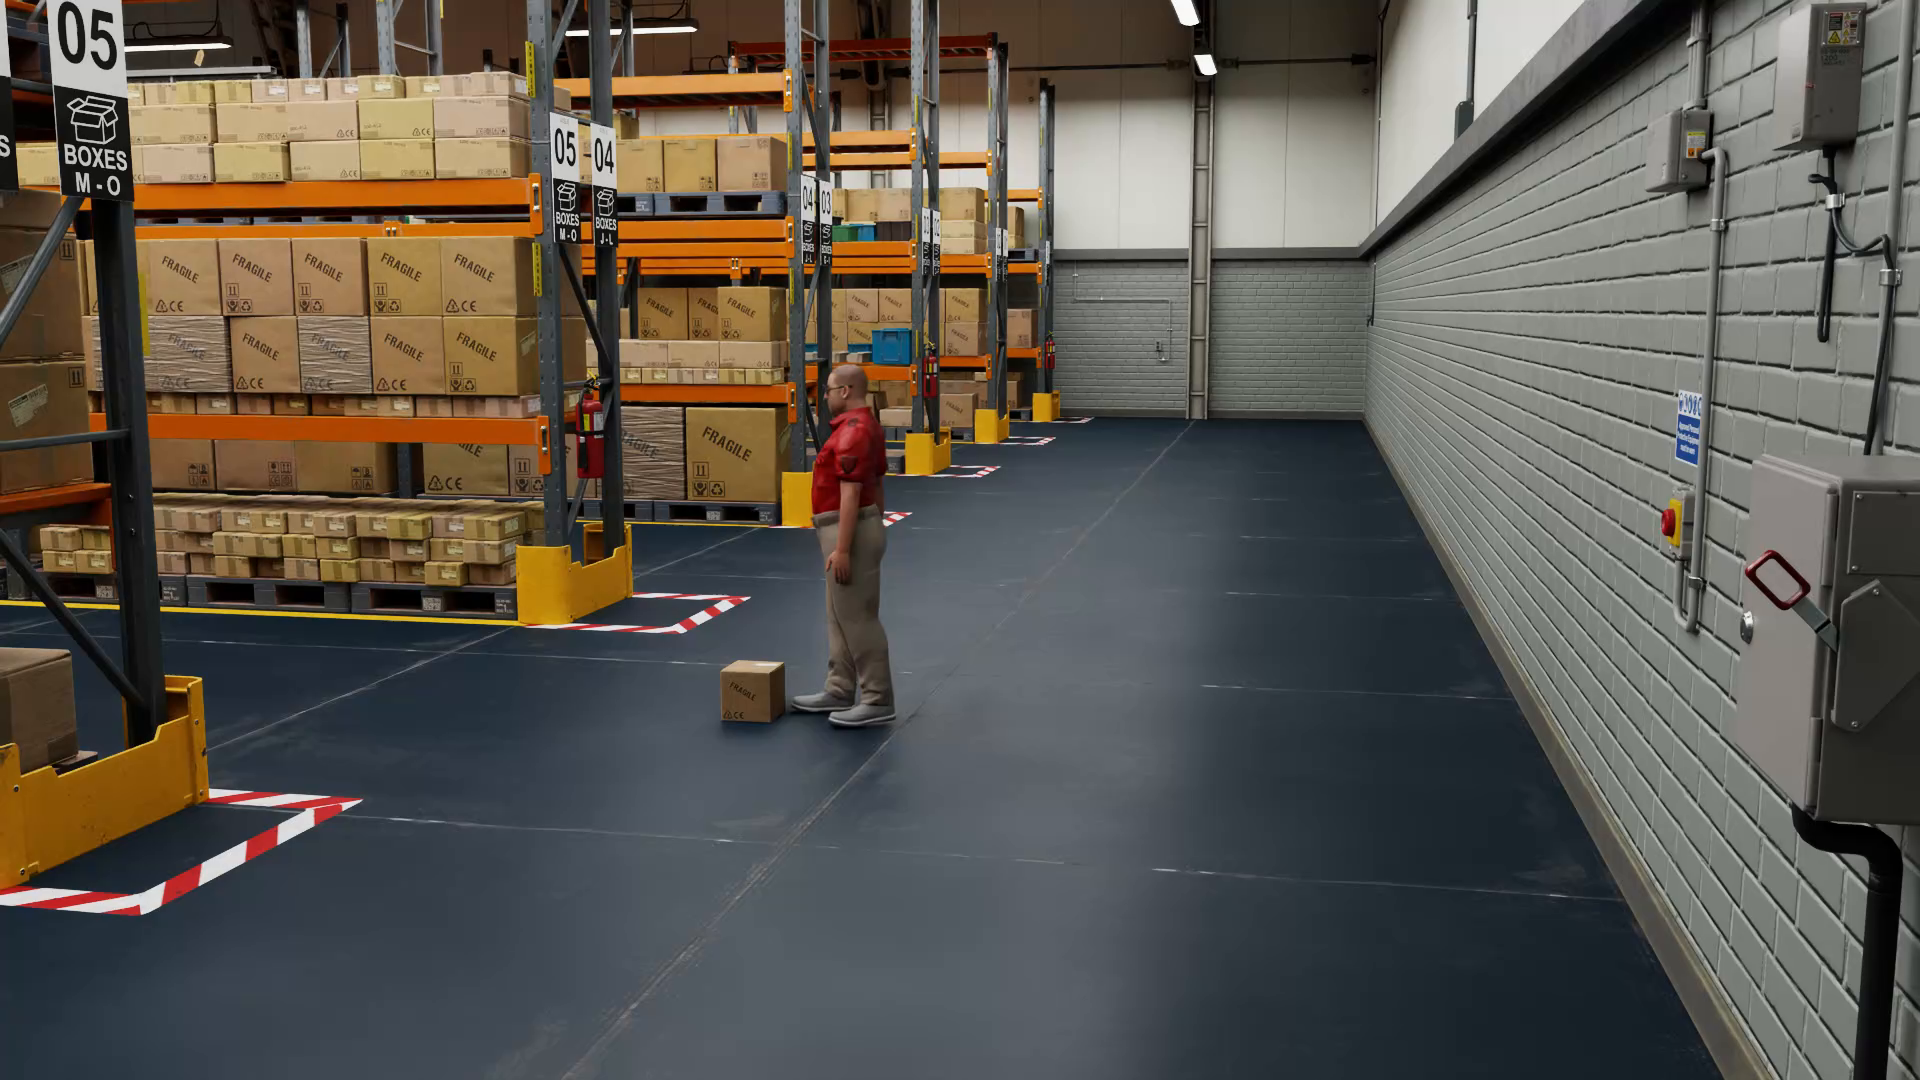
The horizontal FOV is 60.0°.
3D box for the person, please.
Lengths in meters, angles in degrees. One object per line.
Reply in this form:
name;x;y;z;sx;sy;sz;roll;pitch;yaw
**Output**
person;-0.578;0.018;8.021;0.564;1.728;0.563;1;8;5
